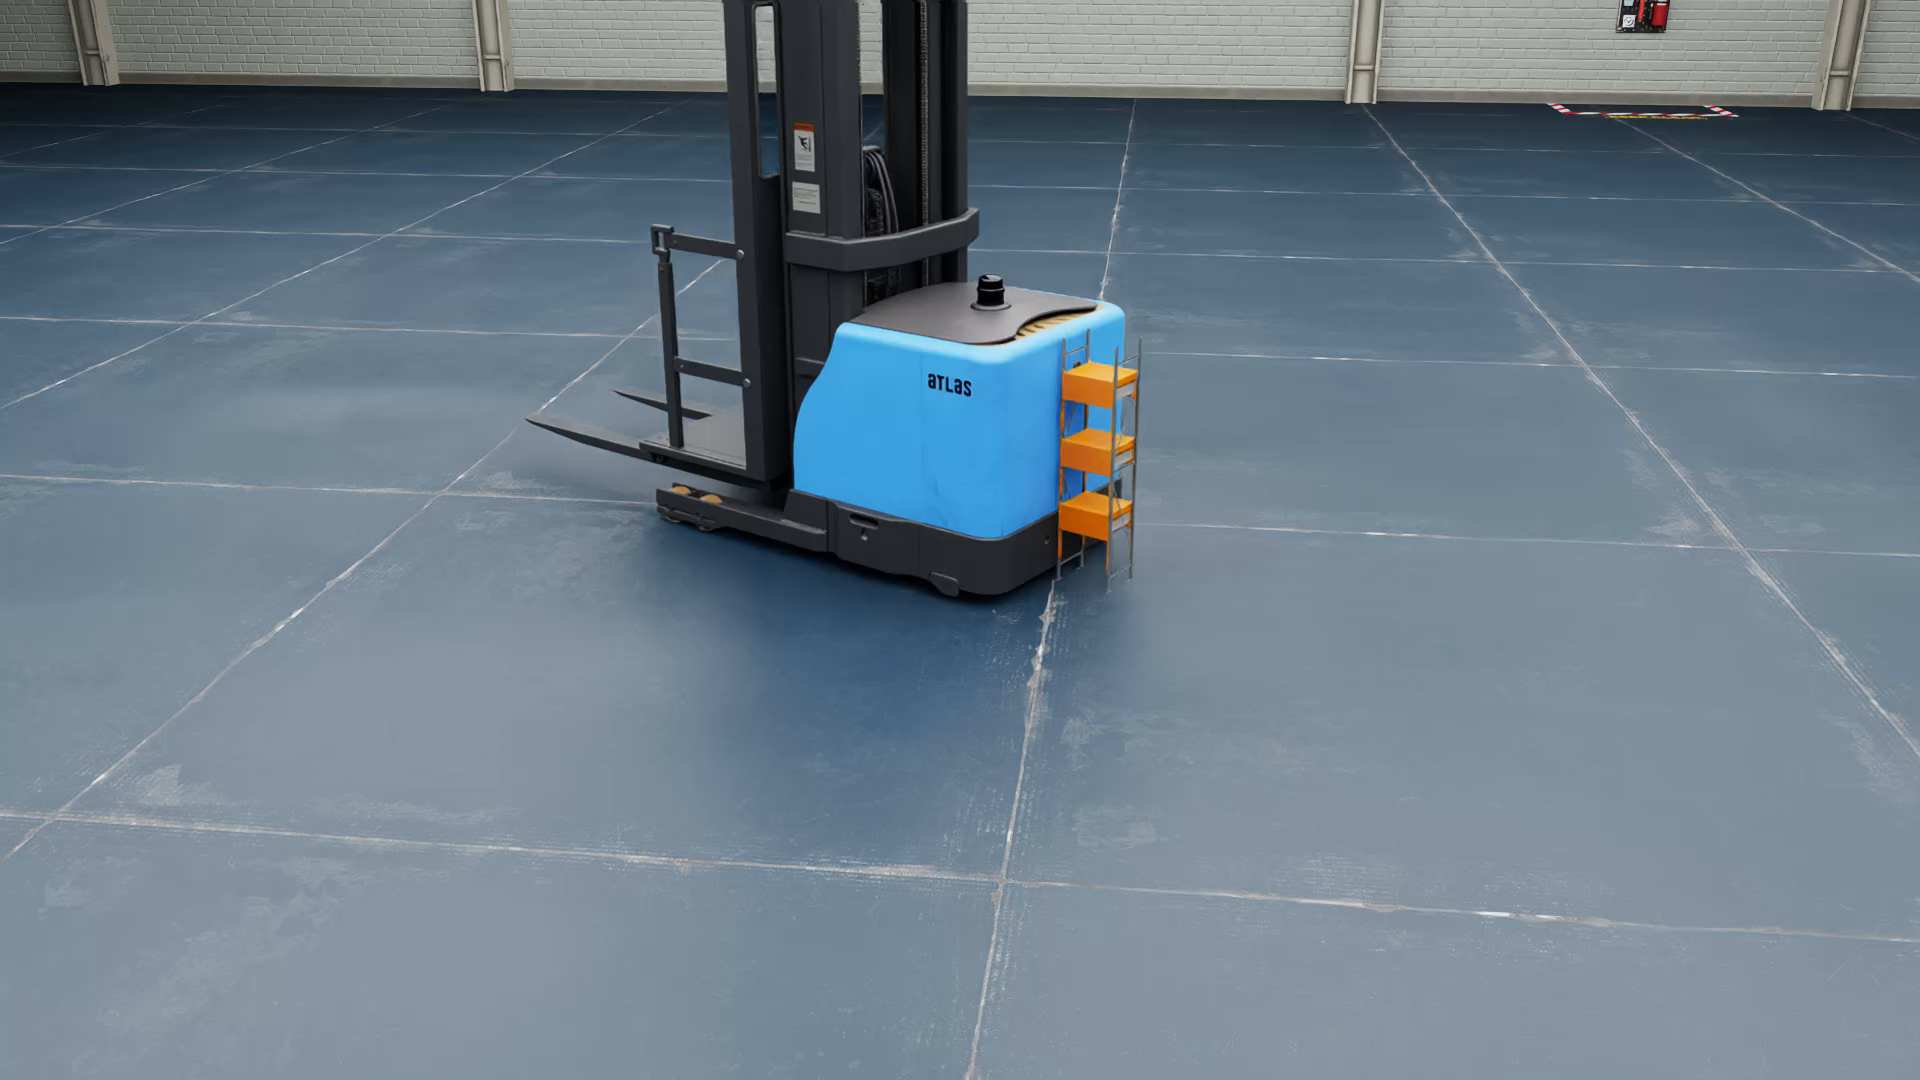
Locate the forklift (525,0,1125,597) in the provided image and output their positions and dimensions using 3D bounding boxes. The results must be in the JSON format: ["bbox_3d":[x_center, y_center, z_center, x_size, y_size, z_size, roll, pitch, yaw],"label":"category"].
[{"bbox_3d":[-0.776,-1.541,7.352,3.031,2.935,1.130,15,26,33],"label":"forklift"}]

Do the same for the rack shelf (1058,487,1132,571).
[{"bbox_3d":[0.567,-0.049,6.921,0.240,0.259,0.215,15,26,33],"label":"rack shelf"}]

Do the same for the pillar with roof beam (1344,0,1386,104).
[{"bbox_3d":[4.855,-8.483,16.658,0.400,9.000,9.100,2,22,6],"label":"pillar with roof beam"}]

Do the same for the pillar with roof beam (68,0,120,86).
[{"bbox_3d":[-13.020,-9.262,18.628,0.400,9.000,9.100,2,22,6],"label":"pillar with roof beam"}]

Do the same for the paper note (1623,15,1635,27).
[{"bbox_3d":[8.703,-6.750,21.630,0.142,0.148,0.016,2,22,6],"label":"paper note"}]

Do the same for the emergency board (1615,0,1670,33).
[{"bbox_3d":[8.871,-7.126,21.385,0.643,1.169,0.194,2,22,6],"label":"emergency board"}]

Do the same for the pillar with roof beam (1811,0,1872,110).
[{"bbox_3d":[10.814,-8.224,16.001,0.400,9.000,9.100,2,22,6],"label":"pillar with roof beam"}]

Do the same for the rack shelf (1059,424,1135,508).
[{"bbox_3d":[0.567,-0.308,6.819,0.240,0.259,0.215,15,26,33],"label":"rack shelf"}]

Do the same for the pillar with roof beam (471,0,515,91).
[{"bbox_3d":[-7.061,-9.002,17.971,0.400,9.000,9.100,2,22,6],"label":"pillar with roof beam"}]

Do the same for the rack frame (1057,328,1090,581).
[{"bbox_3d":[0.468,-0.344,6.882,0.008,1.050,0.200,15,26,33],"label":"rack frame"}]

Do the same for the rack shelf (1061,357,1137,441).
[{"bbox_3d":[0.567,-0.572,6.715,0.240,0.259,0.215,15,26,33],"label":"rack shelf"}]

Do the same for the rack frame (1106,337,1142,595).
[{"bbox_3d":[0.666,-0.291,6.748,0.008,1.050,0.200,15,26,33],"label":"rack frame"}]

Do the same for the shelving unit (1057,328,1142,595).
[{"bbox_3d":[0.567,-0.318,6.815,0.252,1.050,0.215,15,26,33],"label":"shelving unit"}]
